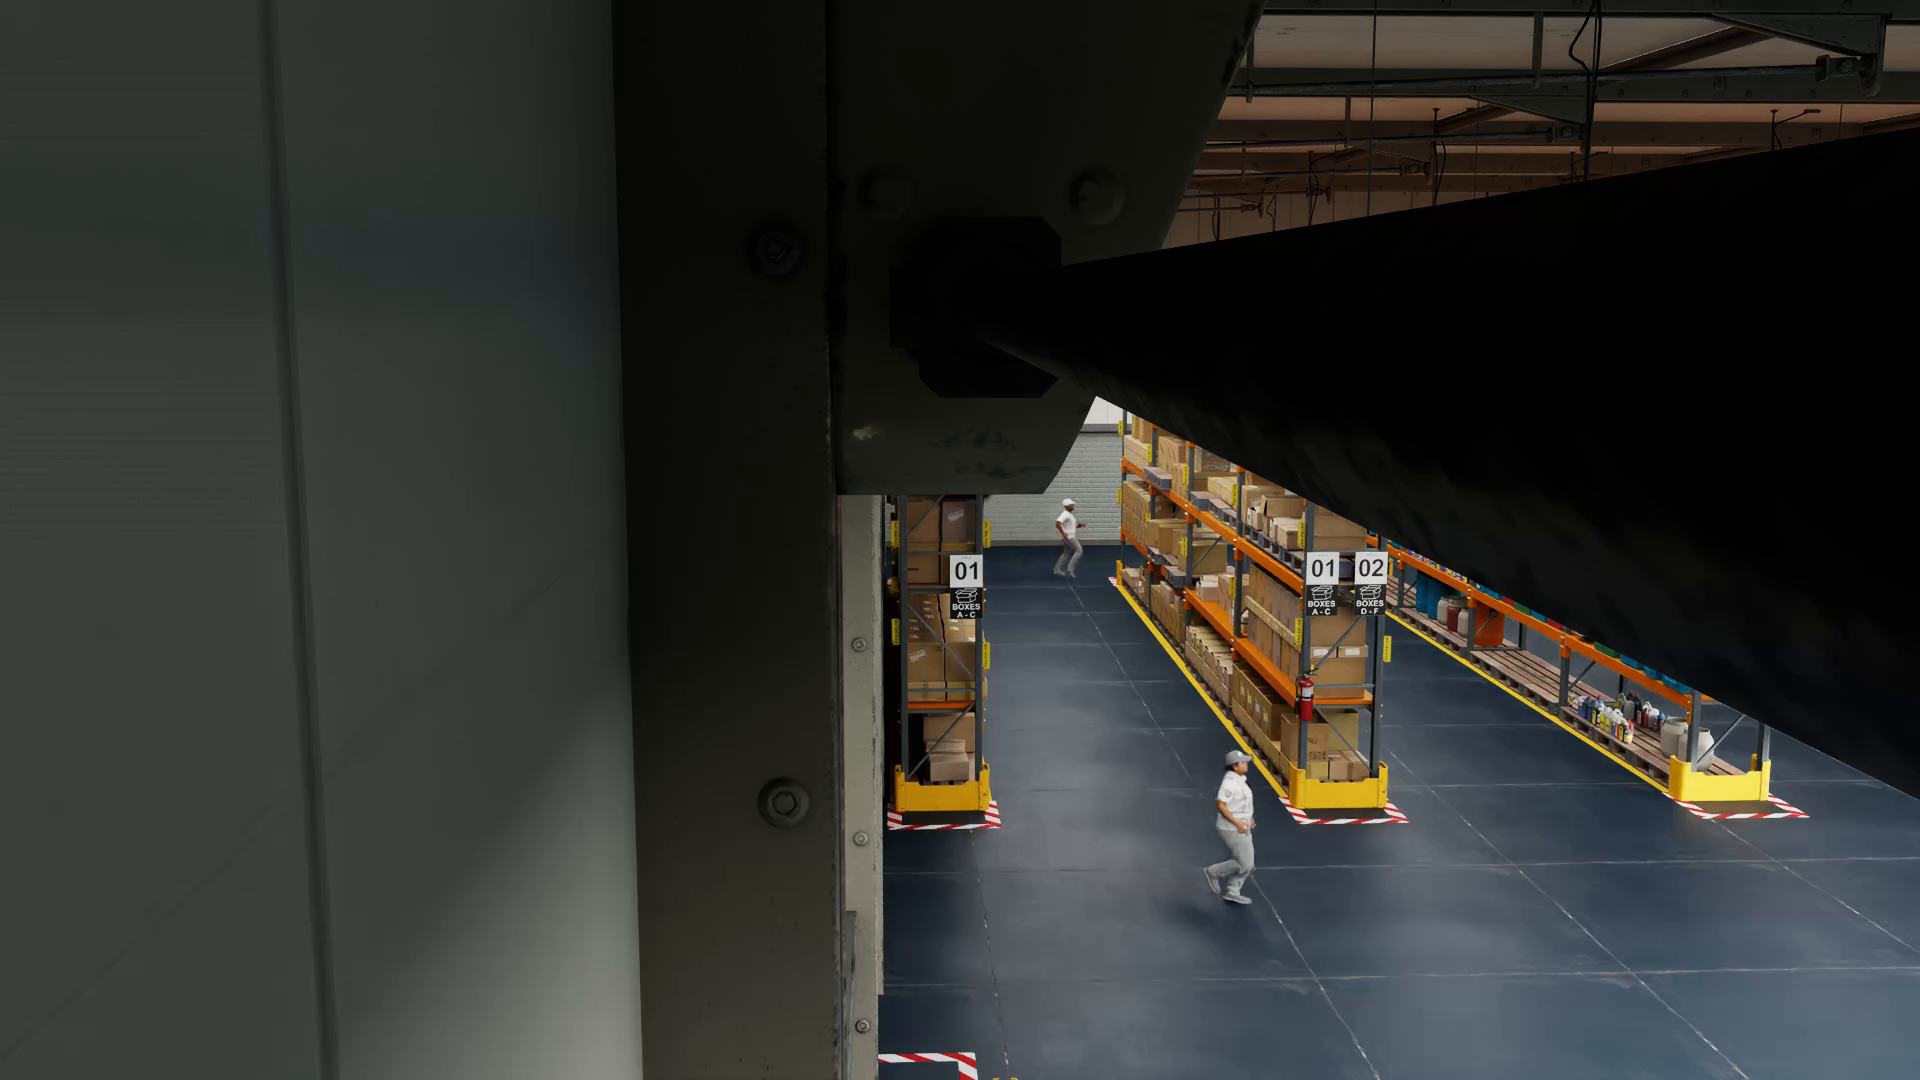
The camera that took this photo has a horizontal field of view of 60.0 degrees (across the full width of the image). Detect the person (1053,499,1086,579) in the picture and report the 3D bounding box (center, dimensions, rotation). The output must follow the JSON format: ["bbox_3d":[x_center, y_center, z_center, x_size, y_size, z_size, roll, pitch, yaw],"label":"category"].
[{"bbox_3d":[2.460,-0.029,37.275,0.726,1.794,0.673,0,8,0],"label":"person"}]

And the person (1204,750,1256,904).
[{"bbox_3d":[2.828,2.996,17.350,0.535,1.639,0.603,3,9,18],"label":"person"}]
